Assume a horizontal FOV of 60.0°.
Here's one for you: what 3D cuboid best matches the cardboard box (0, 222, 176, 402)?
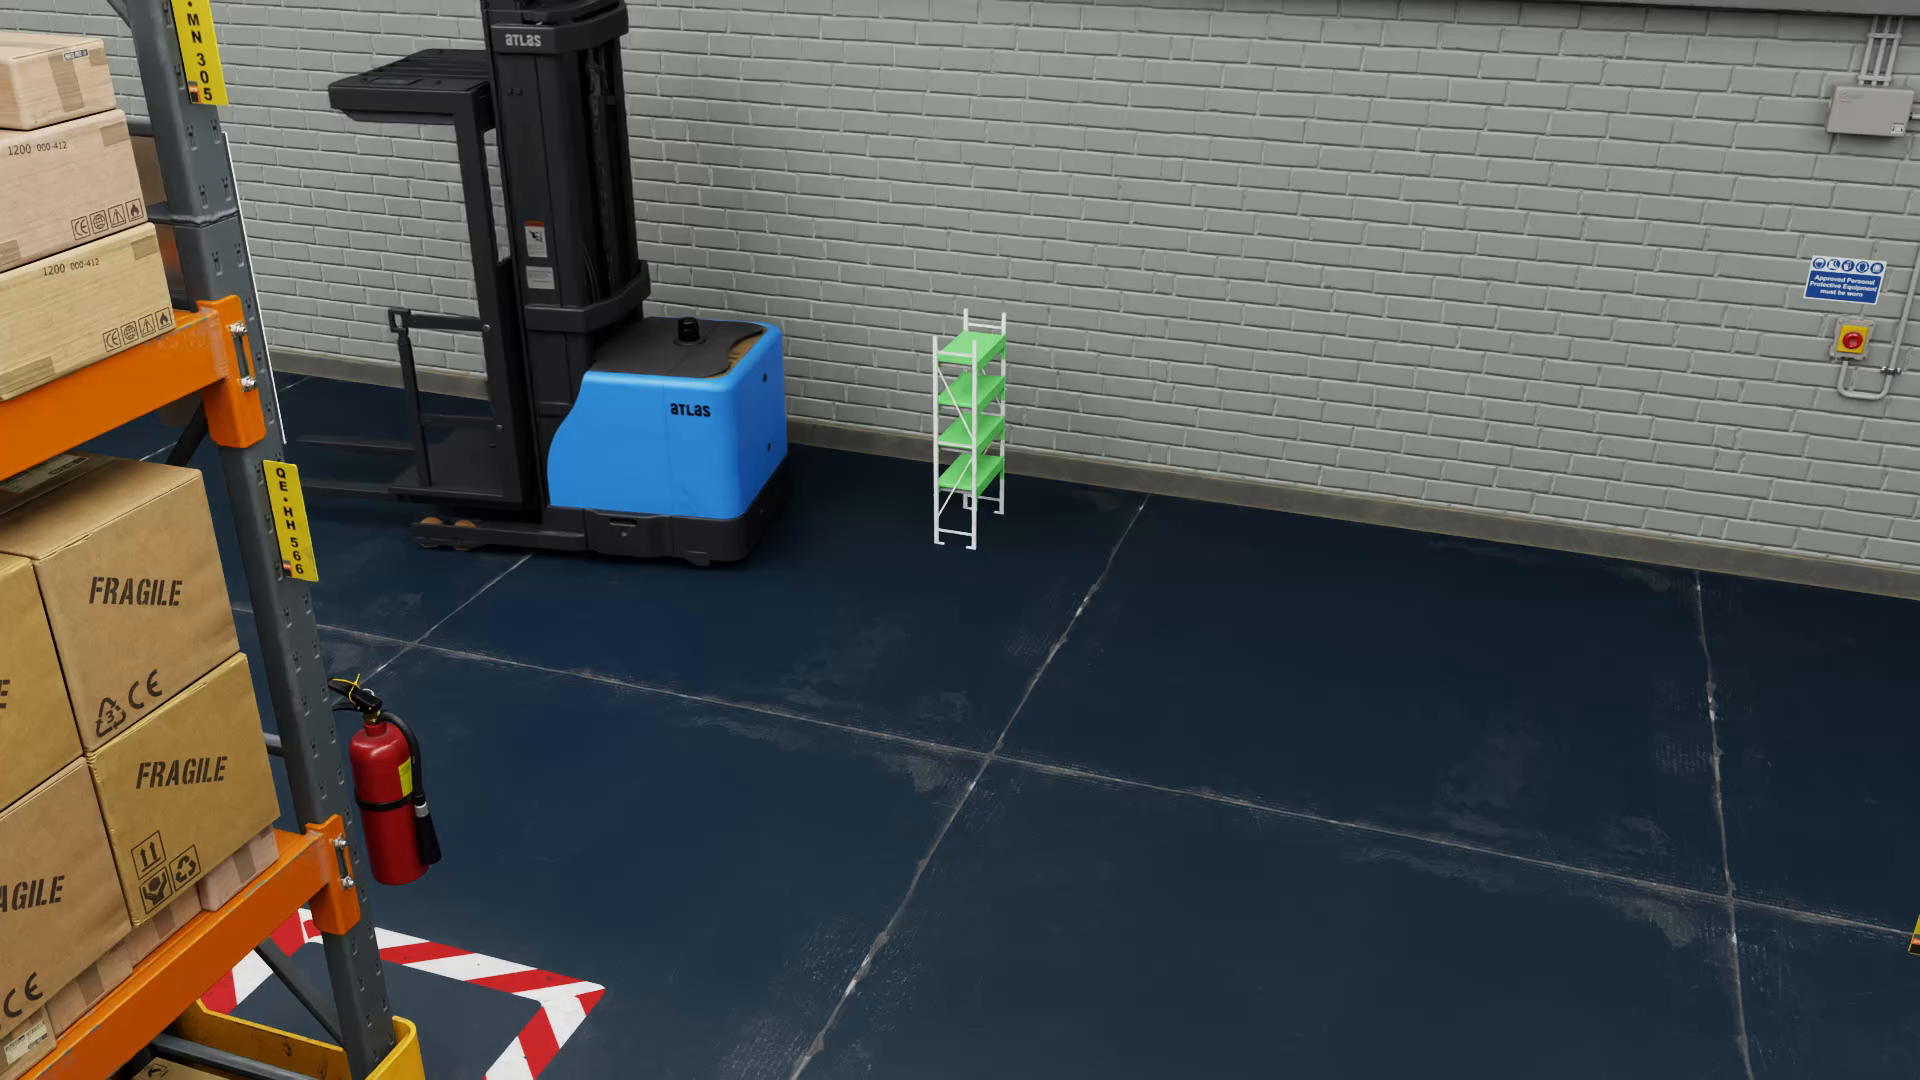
[{"bbox_3d":[-2.113,-0.529,3.630,0.500,0.250,0.500,8,27,16],"label":"cardboard box"}]

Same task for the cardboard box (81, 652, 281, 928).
[{"bbox_3d":[-2.118,0.572,4.171,0.500,0.500,0.500,9,27,18],"label":"cardboard box"}]

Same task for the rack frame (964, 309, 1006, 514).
[{"bbox_3d":[0.136,-0.708,9.336,0.240,1.200,0.015,9,27,17],"label":"rack frame"}]

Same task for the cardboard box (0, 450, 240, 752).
[{"bbox_3d":[-2.129,0.124,3.949,0.500,0.500,0.500,8,27,16],"label":"cardboard box"}]

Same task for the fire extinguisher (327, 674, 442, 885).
[{"bbox_3d":[-1.692,0.695,4.890,0.296,0.674,0.183,9,27,17],"label":"fire extinguisher"}]

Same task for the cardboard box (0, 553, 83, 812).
[{"bbox_3d":[-2.297,0.332,3.519,0.500,0.500,0.500,8,27,16],"label":"cardboard box"}]

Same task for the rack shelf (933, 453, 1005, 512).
[{"bbox_3d":[0.055,-0.335,9.261,0.258,0.148,0.480,9,27,17],"label":"rack shelf"}]

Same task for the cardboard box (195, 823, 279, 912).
[{"bbox_3d":[-2.053,0.817,4.410,0.380,0.149,0.250,9,27,18],"label":"cardboard box"}]

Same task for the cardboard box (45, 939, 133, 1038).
[{"bbox_3d":[-2.240,1.019,3.992,0.380,0.149,0.250,8,27,17],"label":"cardboard box"}]

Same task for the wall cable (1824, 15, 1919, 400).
[{"bbox_3d":[4.345,-1.587,7.884,0.585,1.953,0.123,9,27,17],"label":"wall cable"}]

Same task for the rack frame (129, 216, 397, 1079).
[{"bbox_3d":[-2.211,0.529,4.716,1.000,3.000,0.127,9,27,17],"label":"rack frame"}]

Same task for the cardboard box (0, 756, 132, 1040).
[{"bbox_3d":[-2.294,0.783,3.736,0.500,0.500,0.500,8,27,17],"label":"cardboard box"}]

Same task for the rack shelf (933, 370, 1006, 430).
[{"bbox_3d":[0.055,-0.767,9.052,0.258,0.148,0.480,9,27,17],"label":"rack shelf"}]

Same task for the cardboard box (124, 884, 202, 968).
[{"bbox_3d":[-2.171,0.913,4.210,0.380,0.149,0.250,9,27,17],"label":"cardboard box"}]

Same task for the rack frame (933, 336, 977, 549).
[{"bbox_3d":[-0.026,-0.508,8.922,0.240,1.200,0.015,9,27,17],"label":"rack frame"}]

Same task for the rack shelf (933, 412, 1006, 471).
[{"bbox_3d":[0.055,-0.551,9.157,0.258,0.148,0.480,9,27,17],"label":"rack shelf"}]

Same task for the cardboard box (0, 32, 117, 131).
[{"bbox_3d":[-2.045,-0.979,3.529,0.380,0.149,0.250,9,27,17],"label":"cardboard box"}]

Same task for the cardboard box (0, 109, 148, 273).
[{"bbox_3d":[-2.124,-0.753,3.519,0.500,0.250,0.500,8,27,16],"label":"cardboard box"}]

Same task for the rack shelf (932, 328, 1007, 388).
[{"bbox_3d":[0.055,-0.983,8.948,0.258,0.148,0.480,9,27,17],"label":"rack shelf"}]

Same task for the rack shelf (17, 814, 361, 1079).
[{"bbox_3d":[-2.877,1.674,3.175,1.077,0.370,4.000,9,27,17],"label":"rack shelf"}]

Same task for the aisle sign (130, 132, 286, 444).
[{"bbox_3d":[-1.904,-0.628,4.122,0.394,0.787,0.004,9,27,17],"label":"aisle sign"}]

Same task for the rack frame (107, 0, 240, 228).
[{"bbox_3d":[-2.211,-2.172,3.409,1.000,3.000,0.127,9,27,17],"label":"rack frame"}]

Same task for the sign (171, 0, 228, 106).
[{"bbox_3d":[-1.694,-1.131,3.686,0.100,0.325,0.005,9,27,17],"label":"sign"}]

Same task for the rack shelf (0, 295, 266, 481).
[{"bbox_3d":[-2.877,0.324,2.522,1.077,0.370,4.000,9,27,17],"label":"rack shelf"}]

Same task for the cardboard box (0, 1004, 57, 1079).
[{"bbox_3d":[-2.303,1.127,3.769,0.380,0.149,0.250,9,27,19],"label":"cardboard box"}]

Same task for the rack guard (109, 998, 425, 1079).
[{"bbox_3d":[-2.236,1.685,5.196,1.175,0.500,0.348,9,27,17],"label":"rack guard"}]

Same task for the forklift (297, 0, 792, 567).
[{"bbox_3d":[-2.546,-1.479,8.941,3.031,2.935,1.130,5,26,10],"label":"forklift"}]

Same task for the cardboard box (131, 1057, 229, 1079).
[{"bbox_3d":[-2.148,1.609,4.591,0.380,0.149,0.250,9,27,18],"label":"cardboard box"}]

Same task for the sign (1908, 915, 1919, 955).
[{"bbox_3d":[1.969,0.697,3.285,0.100,0.325,0.005,9,27,17],"label":"sign"}]

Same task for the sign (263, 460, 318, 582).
[{"bbox_3d":[-1.694,-0.046,4.212,0.100,0.325,0.005,9,27,17],"label":"sign"}]

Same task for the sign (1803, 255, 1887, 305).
[{"bbox_3d":[4.320,-1.269,8.120,0.327,0.218,0.001,9,27,17],"label":"sign"}]

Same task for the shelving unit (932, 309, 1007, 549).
[{"bbox_3d":[0.055,-0.608,9.129,0.258,1.200,0.503,9,27,17],"label":"shelving unit"}]
